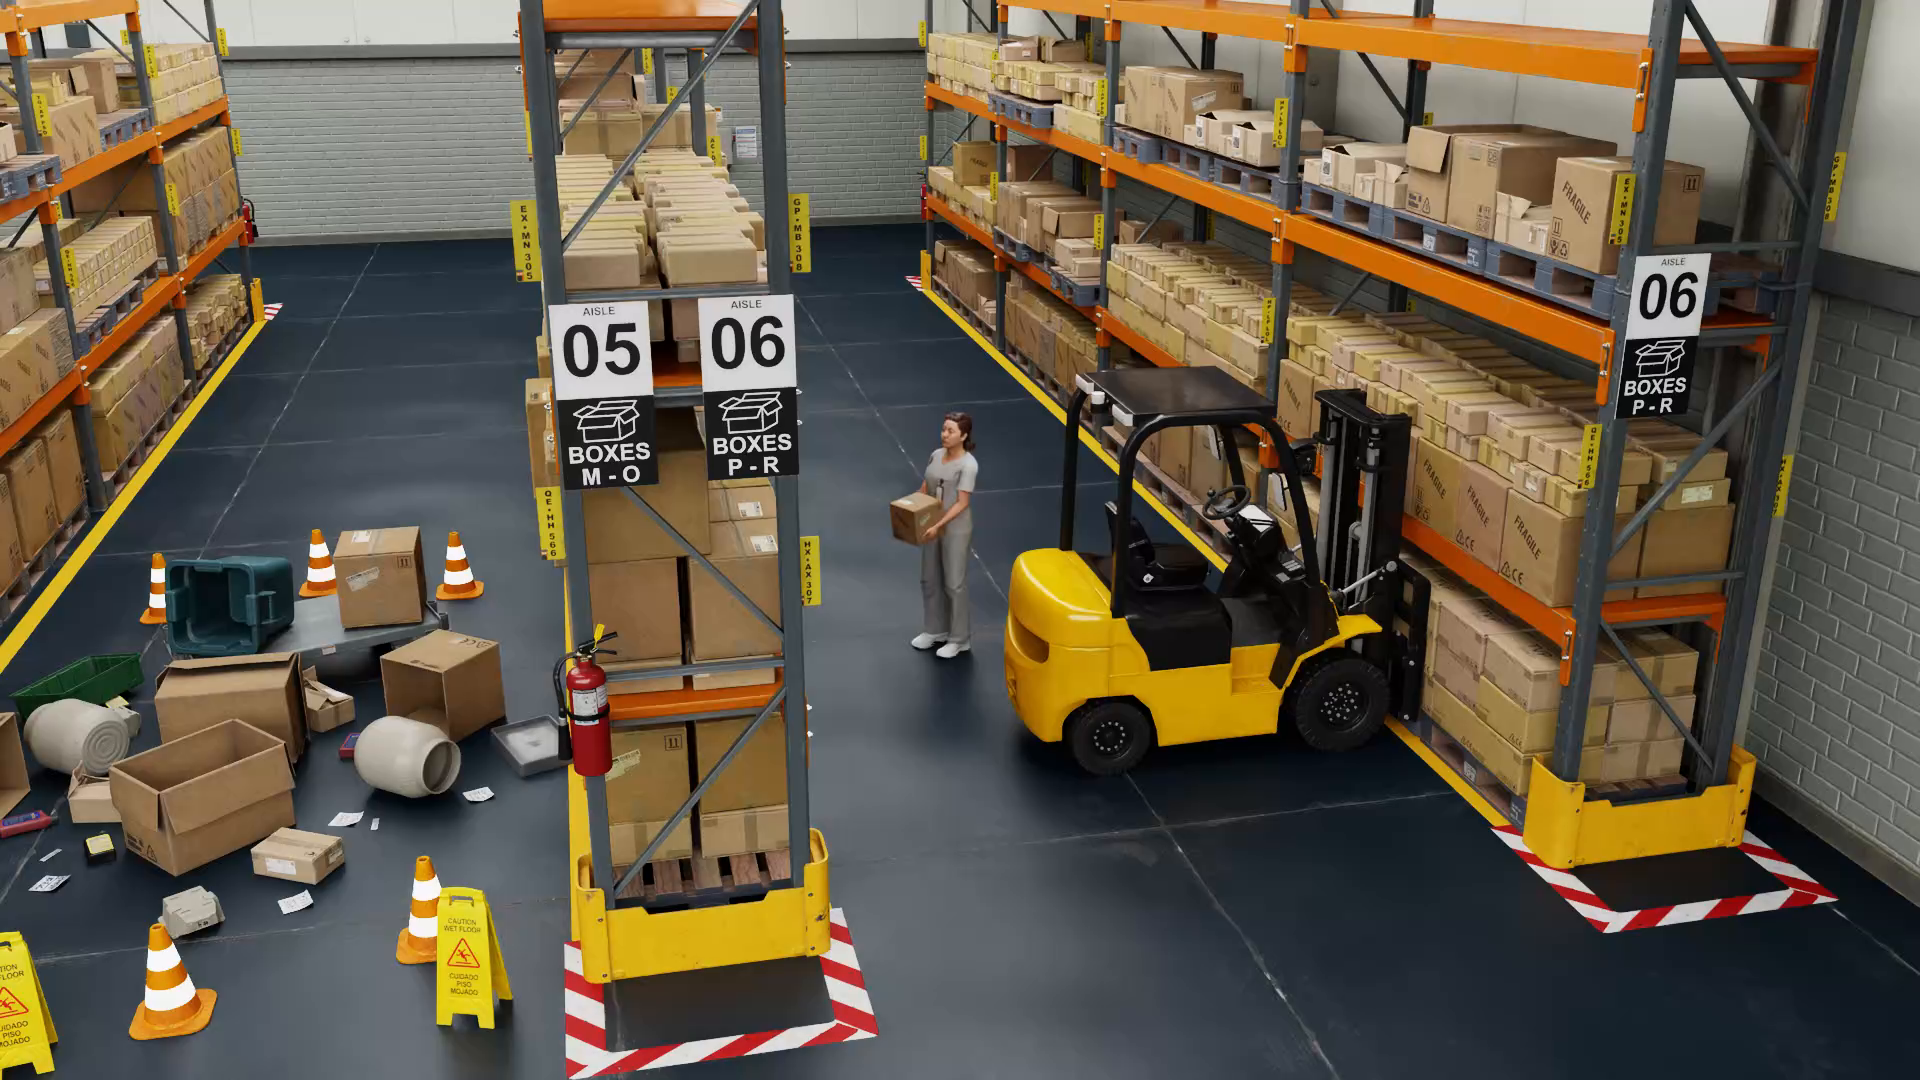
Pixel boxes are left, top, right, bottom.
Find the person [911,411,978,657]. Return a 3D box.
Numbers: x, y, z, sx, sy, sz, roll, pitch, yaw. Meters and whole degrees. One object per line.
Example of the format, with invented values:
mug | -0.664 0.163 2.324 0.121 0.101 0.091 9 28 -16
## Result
person | -0.124 -0.033 11.167 0.551 1.671 0.444 -17 26 -40
